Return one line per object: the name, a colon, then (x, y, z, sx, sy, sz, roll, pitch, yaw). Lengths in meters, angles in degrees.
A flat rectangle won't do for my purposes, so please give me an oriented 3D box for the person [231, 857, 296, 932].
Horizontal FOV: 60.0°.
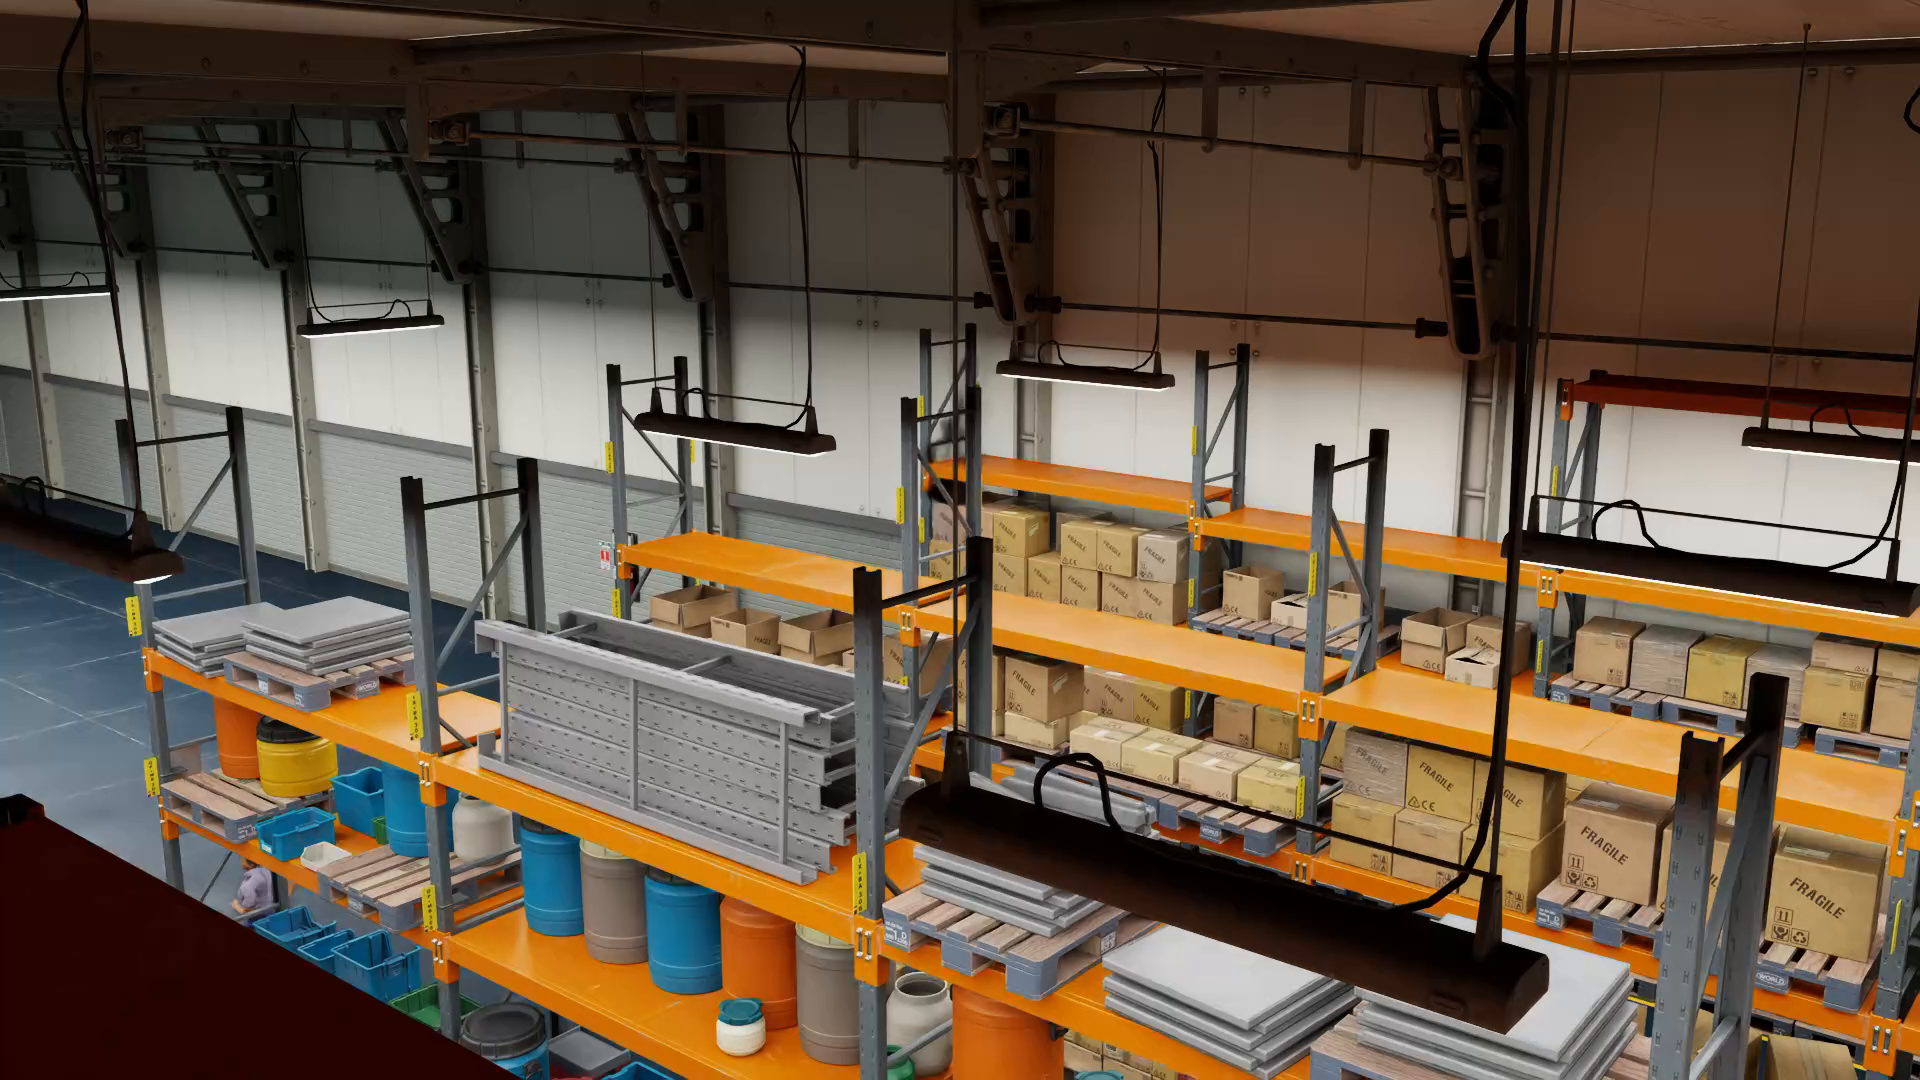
person: (-6.749, 3.712, 16.172, 0.672, 1.614, 0.640, 1, 13, 5)
